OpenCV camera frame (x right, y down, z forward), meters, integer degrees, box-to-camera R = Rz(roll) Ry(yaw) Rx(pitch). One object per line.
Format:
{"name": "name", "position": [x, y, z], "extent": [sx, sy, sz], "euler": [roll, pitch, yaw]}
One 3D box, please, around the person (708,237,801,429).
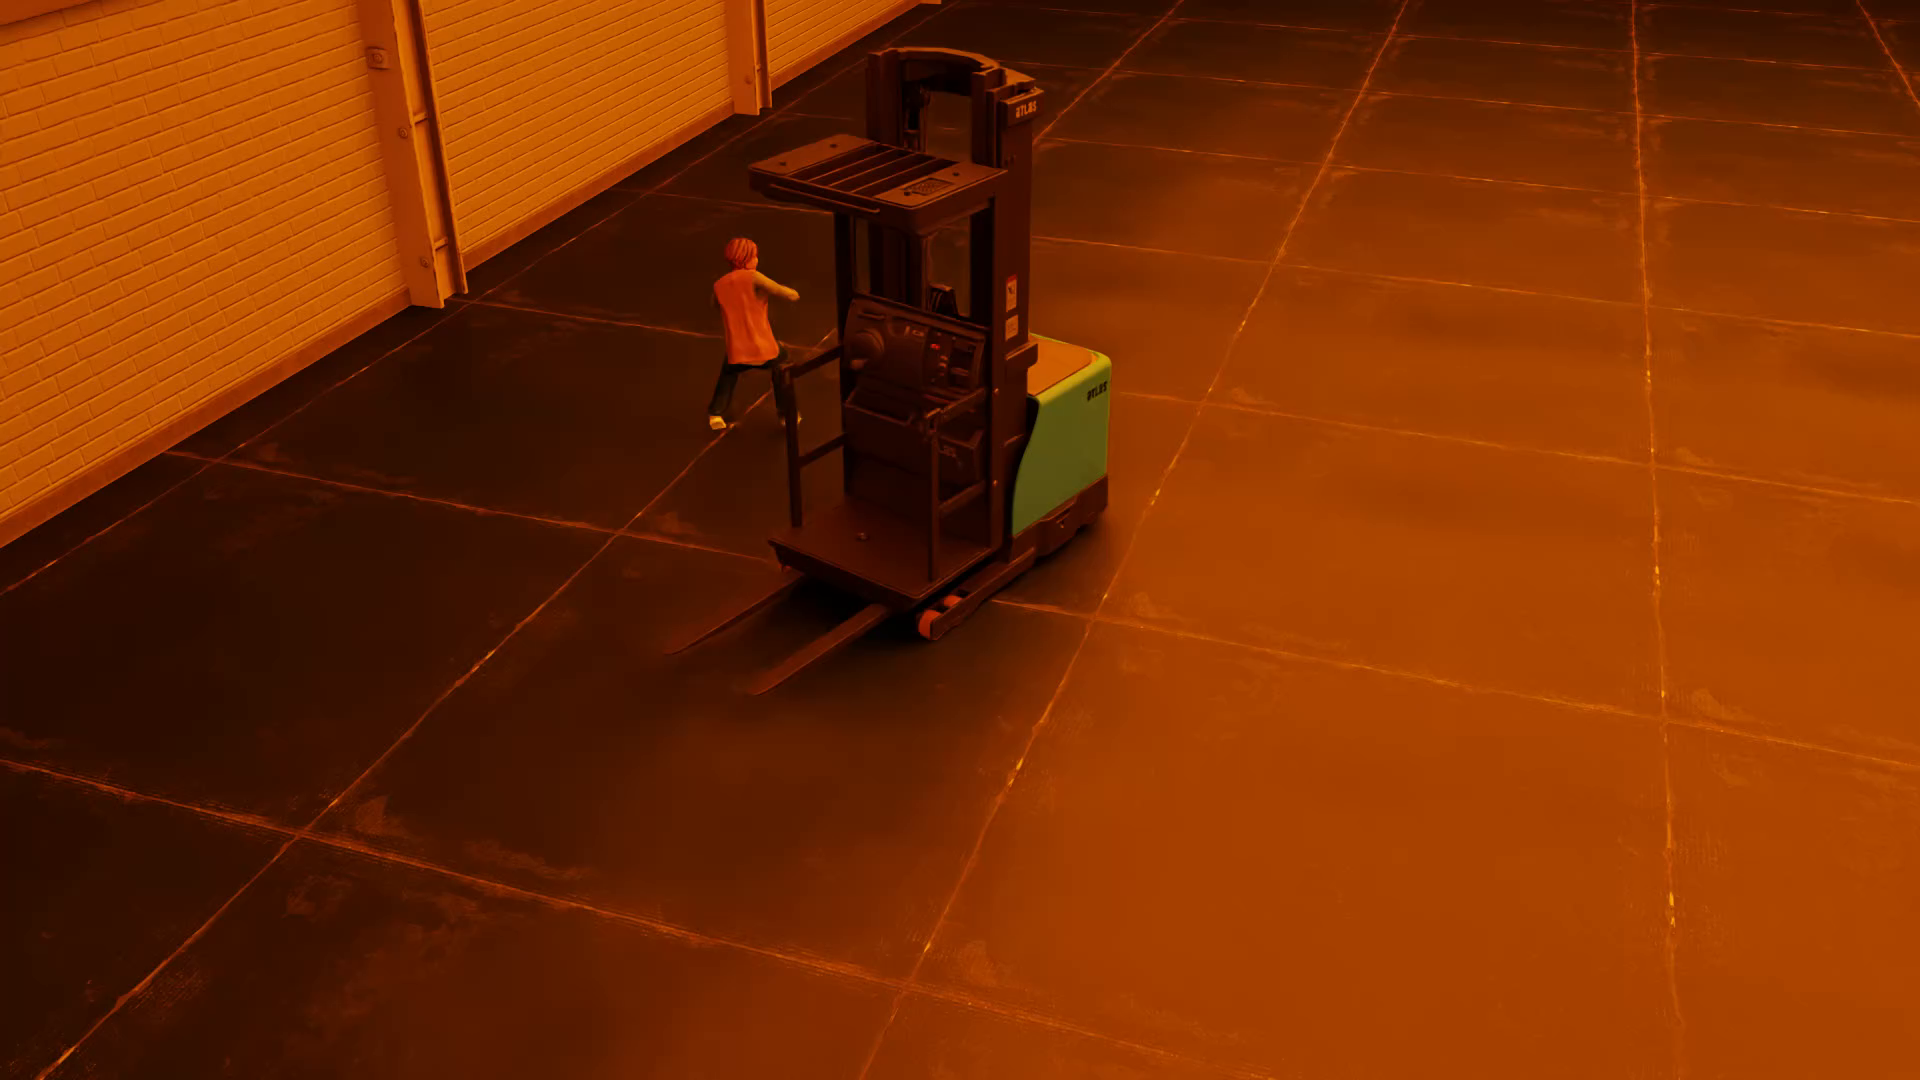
{"name": "person", "position": [-1.368, -1.378, 11.187], "extent": [0.686, 1.353, 0.811], "euler": [4, 30, 7]}

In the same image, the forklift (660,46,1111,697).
{"name": "forklift", "position": [-0.378, -0.998, 8.888], "extent": [1.130, 2.935, 3.031], "euler": [21, 36, 32]}
